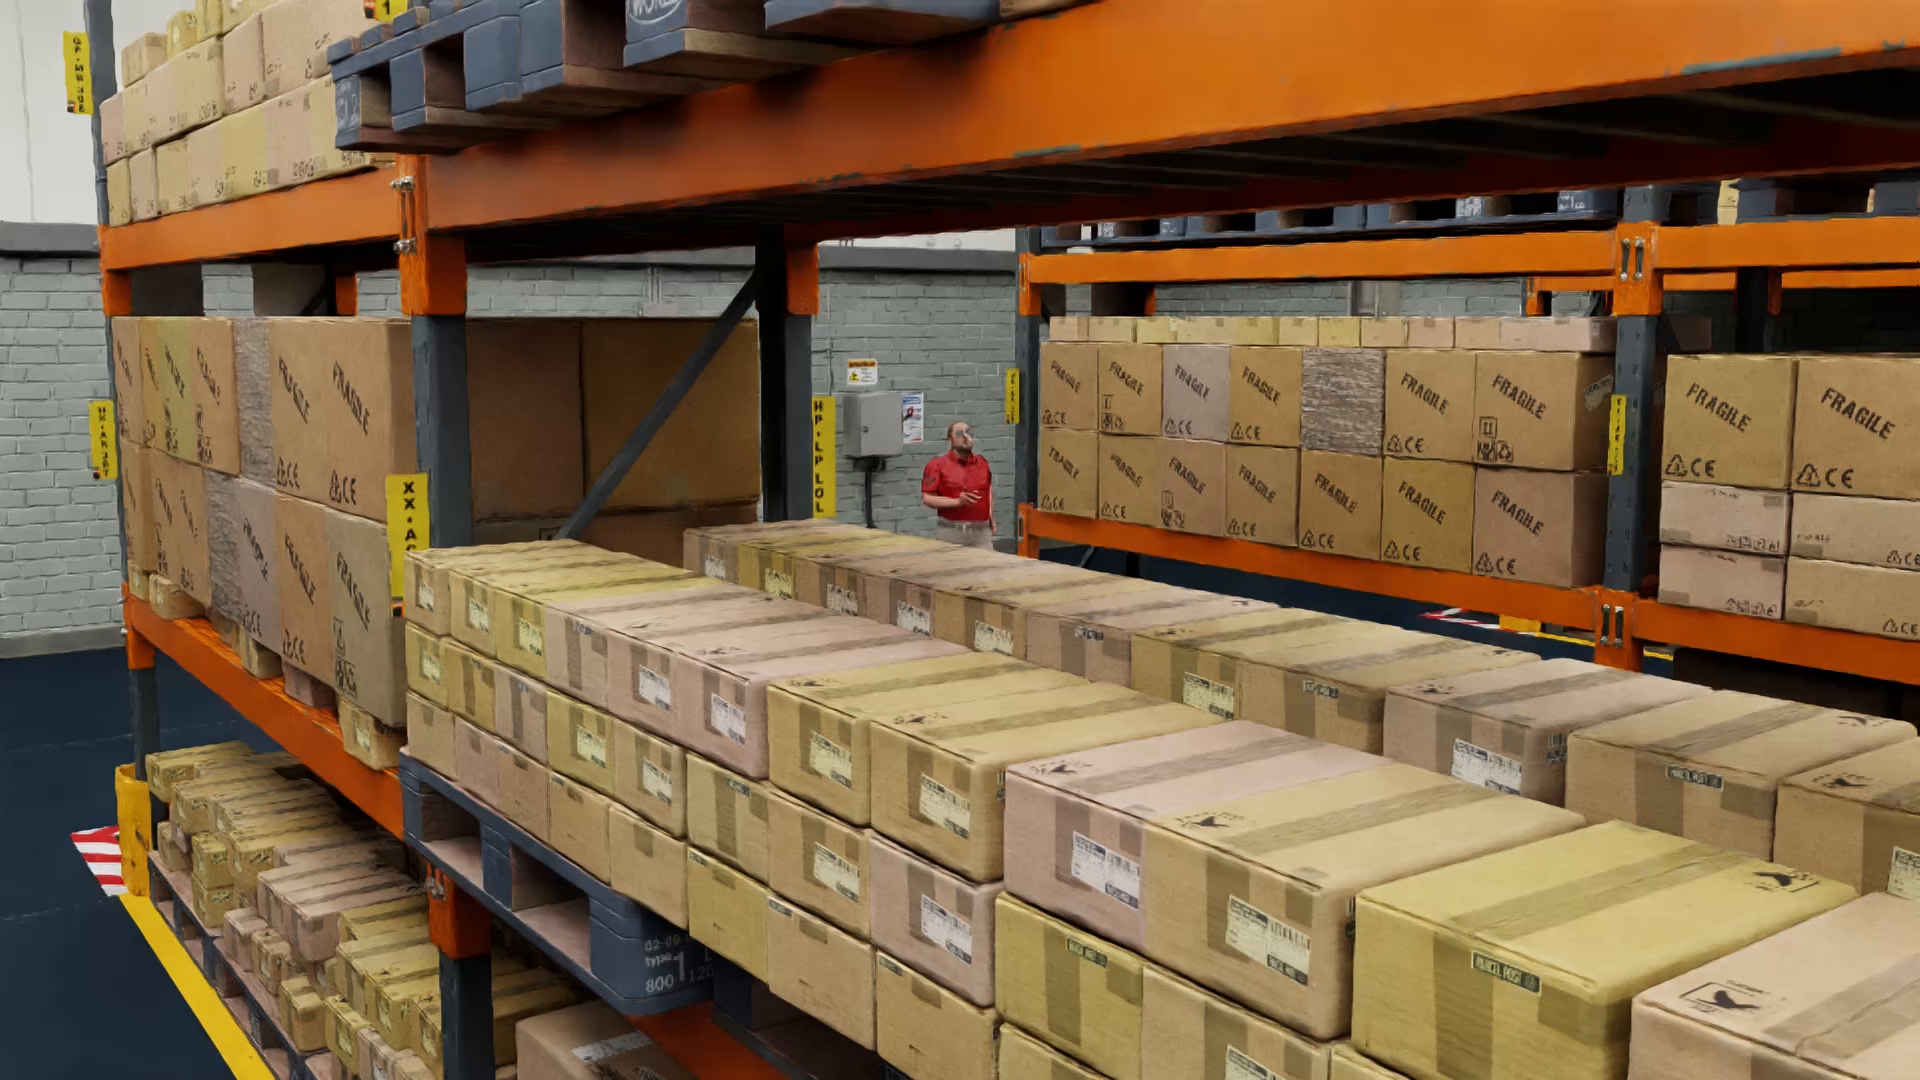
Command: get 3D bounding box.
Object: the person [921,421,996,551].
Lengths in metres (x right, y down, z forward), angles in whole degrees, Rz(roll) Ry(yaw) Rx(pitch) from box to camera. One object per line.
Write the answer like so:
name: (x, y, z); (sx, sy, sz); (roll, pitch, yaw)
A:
person: (0.053, 0.020, 11.783); (0.622, 1.711, 0.854); (-2, 8, -17)
